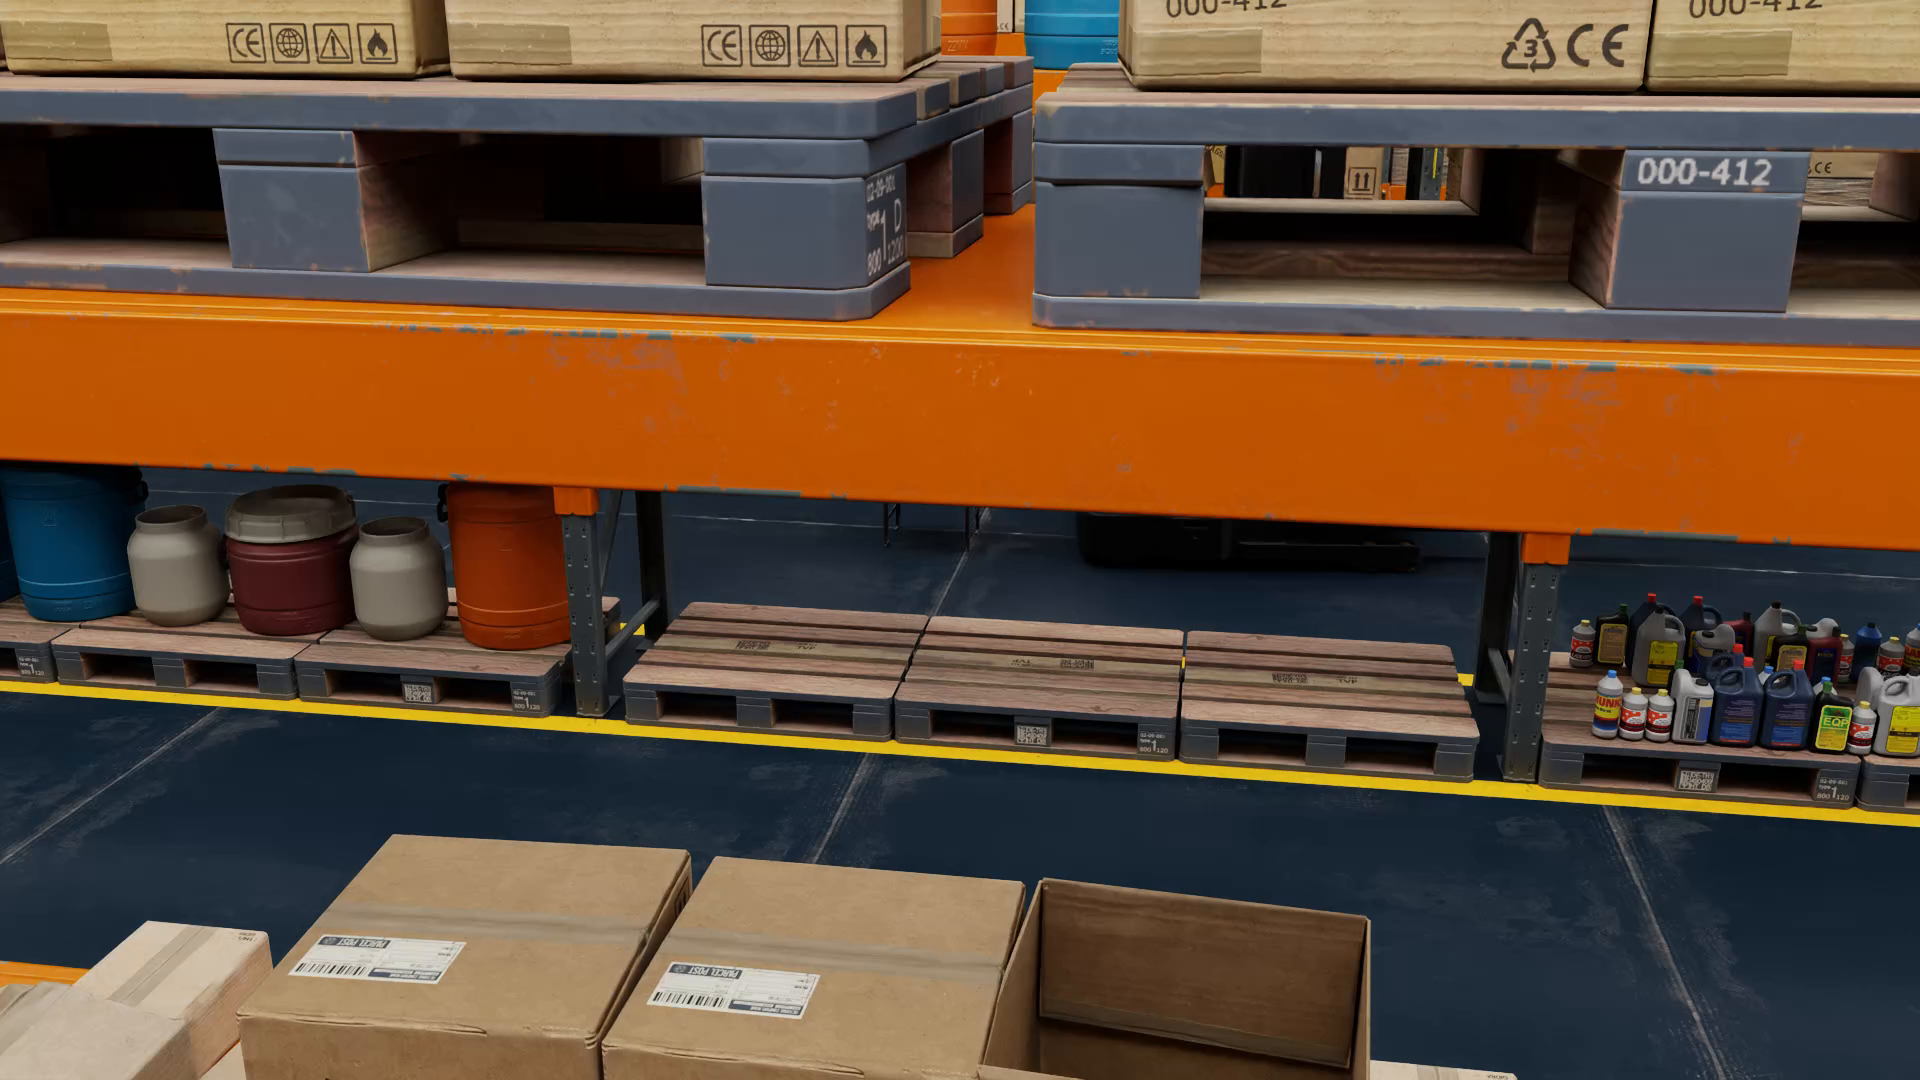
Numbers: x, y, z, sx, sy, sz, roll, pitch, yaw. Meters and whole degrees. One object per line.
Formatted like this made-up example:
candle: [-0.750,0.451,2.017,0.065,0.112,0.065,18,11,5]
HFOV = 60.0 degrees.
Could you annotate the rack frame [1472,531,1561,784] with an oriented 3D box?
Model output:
rack frame: [2.375,-0.582,6.816,0.127,3.000,1.000,3,19,9]

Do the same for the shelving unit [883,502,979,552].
shelving unit: [-0.163,-1.004,9.495,0.503,2.100,0.431,3,19,9]

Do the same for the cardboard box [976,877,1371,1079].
cardboard box: [0.310,0.852,2.373,0.500,0.500,0.500,4,19,13]

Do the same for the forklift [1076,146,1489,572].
forklift: [2.206,-1.384,9.319,3.031,2.935,1.130,1,19,2]

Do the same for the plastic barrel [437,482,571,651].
plastic barrel: [-2.060,0.027,7.753,0.708,0.830,0.600,3,19,9]

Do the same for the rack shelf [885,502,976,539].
rack shelf: [-0.163,-0.327,9.721,0.480,0.518,0.431,3,19,9]

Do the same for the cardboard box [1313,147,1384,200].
cardboard box: [2.398,-2.701,11.542,1.000,1.000,1.000,3,19,9]

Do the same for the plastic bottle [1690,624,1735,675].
plastic bottle: [3.247,0.500,7.180,0.135,0.276,0.152,3,19,9]

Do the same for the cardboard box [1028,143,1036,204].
cardboard box: [0.318,-2.570,11.939,0.500,0.500,0.700,6,19,17]

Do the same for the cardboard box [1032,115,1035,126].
cardboard box: [0.539,-4.380,16.433,0.500,0.500,0.700,3,19,8]

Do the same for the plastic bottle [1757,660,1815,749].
plastic bottle: [3.292,0.645,6.628,0.185,0.351,0.144,2,19,6]

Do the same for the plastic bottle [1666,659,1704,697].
plastic bottle: [2.960,0.625,6.796,0.133,0.283,0.061,3,19,9]

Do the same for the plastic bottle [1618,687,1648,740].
plastic bottle: [2.720,0.695,6.716,0.097,0.201,0.097,0,18,0]

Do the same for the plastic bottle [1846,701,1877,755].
plastic bottle: [3.568,0.738,6.587,0.097,0.201,0.097,0,18,0]

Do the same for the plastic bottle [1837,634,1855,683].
plastic bottle: [3.846,0.511,7.265,0.097,0.201,0.097,0,18,0]

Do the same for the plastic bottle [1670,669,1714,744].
plastic bottle: [2.944,0.662,6.697,0.135,0.276,0.152,4,19,11]

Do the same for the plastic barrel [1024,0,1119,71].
plastic barrel: [0.547,-2.266,6.330,0.708,0.901,0.600,3,19,9]

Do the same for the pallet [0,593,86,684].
pallet: [-4.769,0.389,8.307,1.213,0.211,1.003,3,19,9]

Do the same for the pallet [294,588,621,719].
pallet: [-2.359,0.512,7.940,1.213,0.211,1.003,3,19,9]

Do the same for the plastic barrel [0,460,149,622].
plastic barrel: [-4.290,-0.121,8.081,0.708,0.901,0.600,3,19,9]

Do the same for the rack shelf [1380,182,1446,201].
rack shelf: [6.022,-3.241,15.896,4.000,0.370,1.077,3,19,9]

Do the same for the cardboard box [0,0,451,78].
cardboard box: [-0.823,-0.724,2.087,0.500,0.250,0.500,3,19,8]

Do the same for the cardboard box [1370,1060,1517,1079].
cardboard box: [0.743,0.980,2.543,0.250,0.149,0.380,3,19,9]

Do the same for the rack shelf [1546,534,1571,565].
rack shelf: [4.350,-0.140,6.629,4.000,0.370,1.077,3,19,9]

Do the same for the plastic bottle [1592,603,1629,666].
plastic bottle: [2.902,0.418,7.414,0.133,0.283,0.061,4,19,11]

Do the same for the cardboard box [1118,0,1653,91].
cardboard box: [0.436,-0.642,1.841,0.500,0.250,0.500,1,19,3]

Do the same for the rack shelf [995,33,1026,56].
rack shelf: [1.186,-3.316,11.393,4.000,0.370,1.077,3,19,9]

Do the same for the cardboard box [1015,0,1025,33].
cardboard box: [0.651,-3.534,11.148,0.500,0.250,0.500,3,19,10]

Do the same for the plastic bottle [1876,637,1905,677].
plastic bottle: [4.049,0.521,7.234,0.097,0.201,0.097,0,18,0]

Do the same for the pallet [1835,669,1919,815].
pallet: [4.239,0.848,6.937,1.213,0.211,1.003,3,19,9]

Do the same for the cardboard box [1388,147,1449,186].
cardboard box: [4.413,-3.739,16.014,0.550,0.550,0.875,3,19,9]

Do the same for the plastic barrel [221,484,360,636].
plastic barrel: [-3.175,0.085,7.961,0.708,0.588,0.600,3,19,9]

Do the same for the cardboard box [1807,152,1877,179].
cardboard box: [5.540,-2.595,10.629,0.500,0.500,0.500,3,19,9]

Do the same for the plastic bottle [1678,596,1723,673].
plastic bottle: [3.246,0.417,7.311,0.185,0.351,0.144,2,19,6]

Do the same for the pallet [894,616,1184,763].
pallet: [0.385,0.652,7.521,1.213,0.211,1.003,3,19,9]

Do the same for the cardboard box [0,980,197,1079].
cardboard box: [-1.511,0.916,2.479,0.500,0.311,0.500,3,19,8]

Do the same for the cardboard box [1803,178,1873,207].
cardboard box: [5.572,-2.184,10.976,0.500,0.500,0.875,3,19,9]

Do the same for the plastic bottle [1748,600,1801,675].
plastic bottle: [3.565,0.433,7.262,0.185,0.351,0.144,3,19,8]

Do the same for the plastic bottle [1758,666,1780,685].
plastic bottle: [3.268,0.643,6.760,0.097,0.271,0.097,0,18,0]

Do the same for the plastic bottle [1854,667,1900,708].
plastic bottle: [3.711,0.655,6.718,0.135,0.276,0.152,3,19,9]

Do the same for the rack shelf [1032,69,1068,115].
rack shelf: [0.400,-1.764,6.755,4.000,0.370,1.077,3,19,9]

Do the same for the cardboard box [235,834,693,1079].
cardboard box: [-0.705,0.800,2.527,0.500,0.500,0.500,2,19,6]

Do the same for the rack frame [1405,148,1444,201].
rack frame: [3.161,-2.134,11.453,0.127,3.000,1.000,3,19,9]

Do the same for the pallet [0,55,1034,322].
pallet: [-0.575,-0.503,2.150,1.213,0.211,1.003,4,19,11]

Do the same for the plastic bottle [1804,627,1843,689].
plastic bottle: [3.708,0.508,7.145,0.133,0.283,0.061,3,19,9]

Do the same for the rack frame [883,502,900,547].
rack frame: [-0.404,-1.016,9.532,0.015,2.100,0.400,3,19,9]
